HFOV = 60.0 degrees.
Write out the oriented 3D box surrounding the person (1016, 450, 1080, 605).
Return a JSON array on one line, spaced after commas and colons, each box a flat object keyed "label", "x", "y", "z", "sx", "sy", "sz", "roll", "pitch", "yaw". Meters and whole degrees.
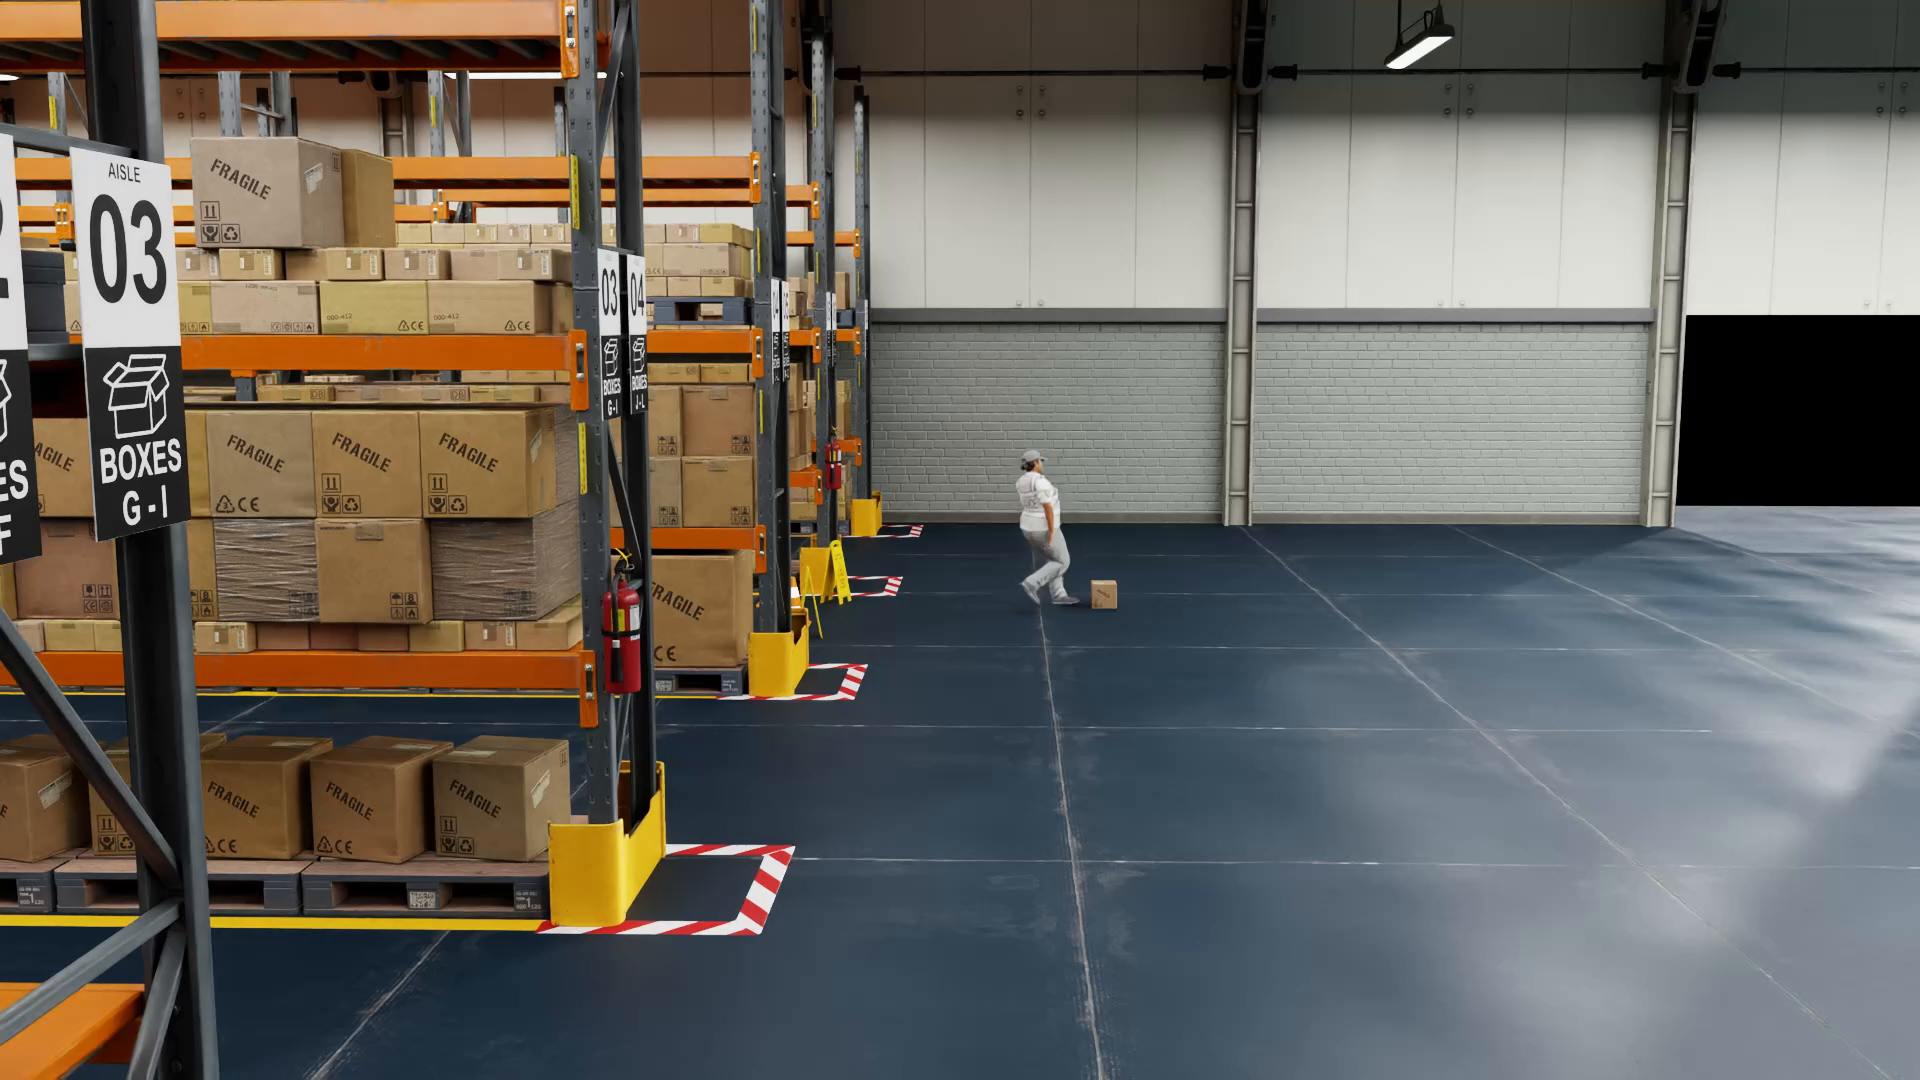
[{"label": "person", "x": 0.906, "y": -0.117, "z": 16.813, "sx": 0.757, "sy": 1.595, "sz": 0.525, "roll": -4, "pitch": 8, "yaw": -30}]
